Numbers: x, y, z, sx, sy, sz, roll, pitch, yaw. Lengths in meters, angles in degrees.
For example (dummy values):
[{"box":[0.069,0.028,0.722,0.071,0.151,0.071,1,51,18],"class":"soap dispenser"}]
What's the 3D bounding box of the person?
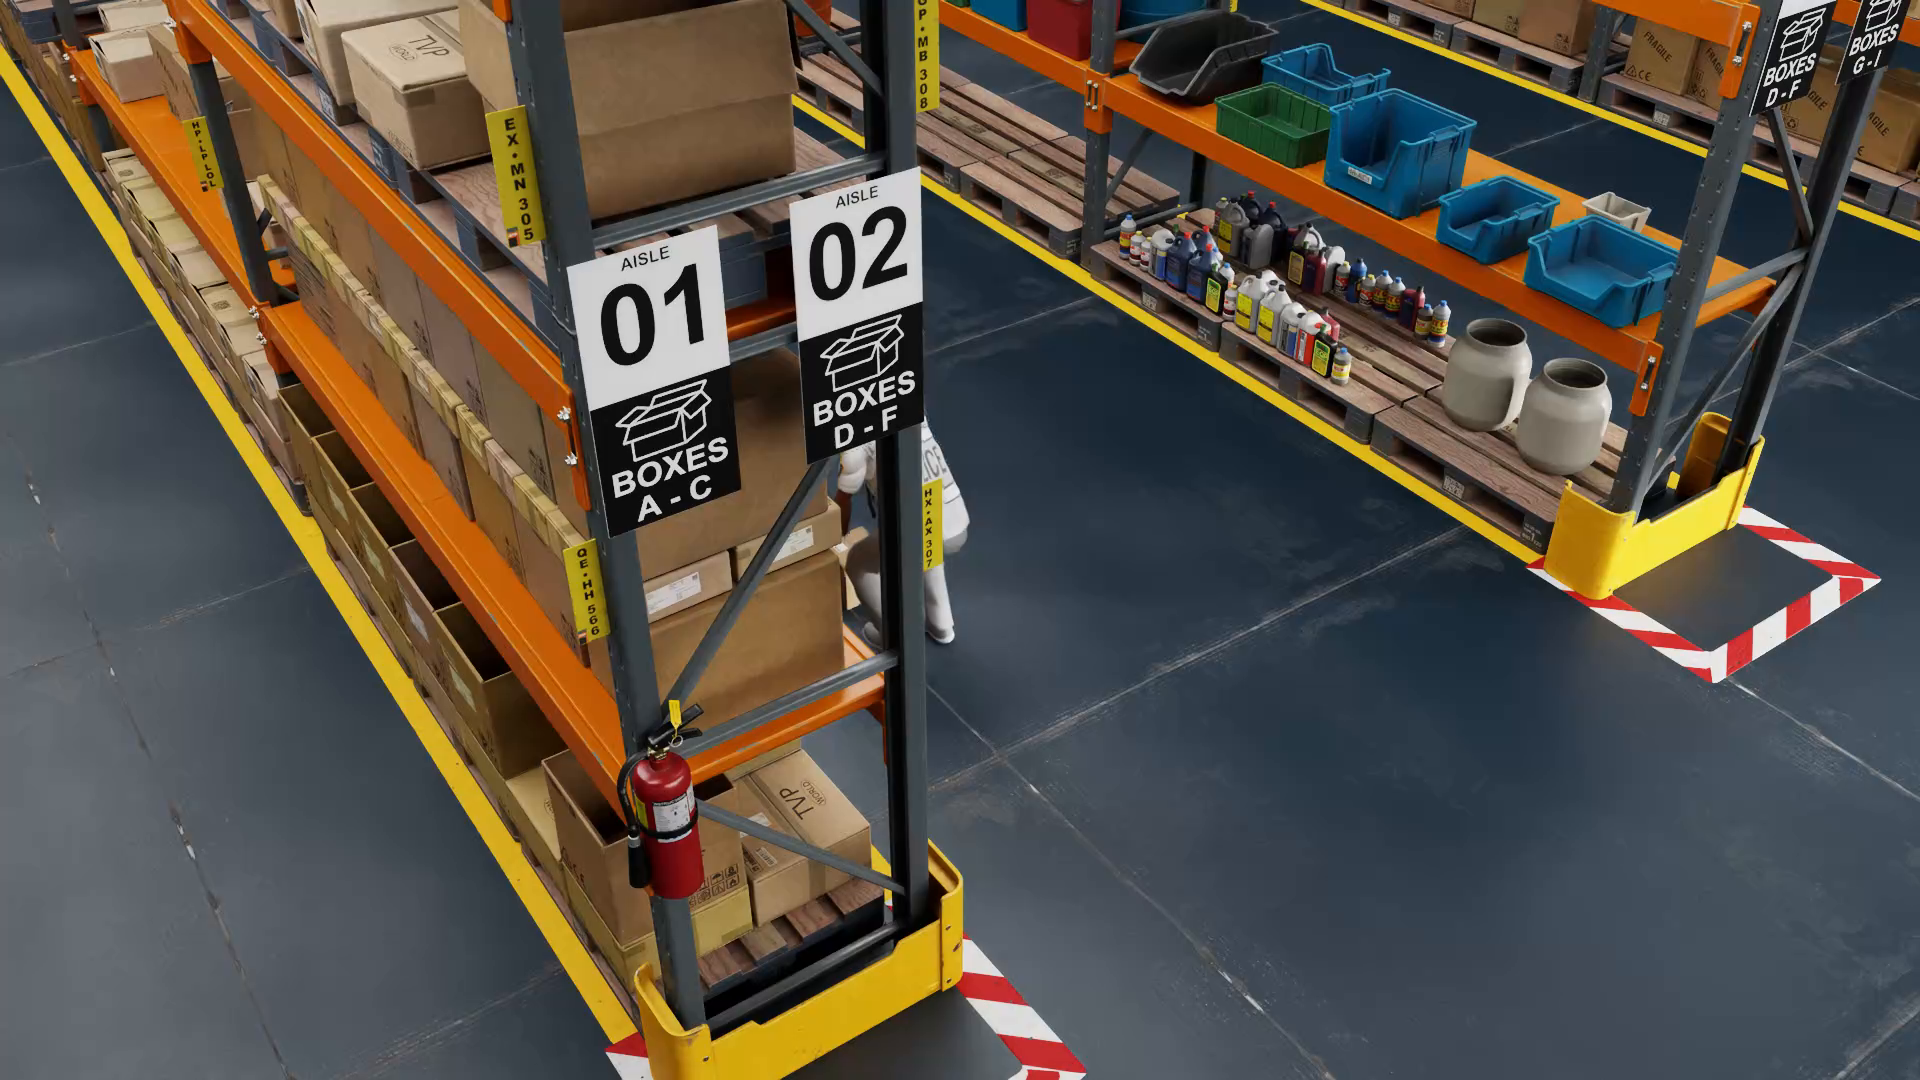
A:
[{"box":[-0.325,0.067,7.651,0.447,0.824,0.920,-25,43,-30],"class":"person"}]
